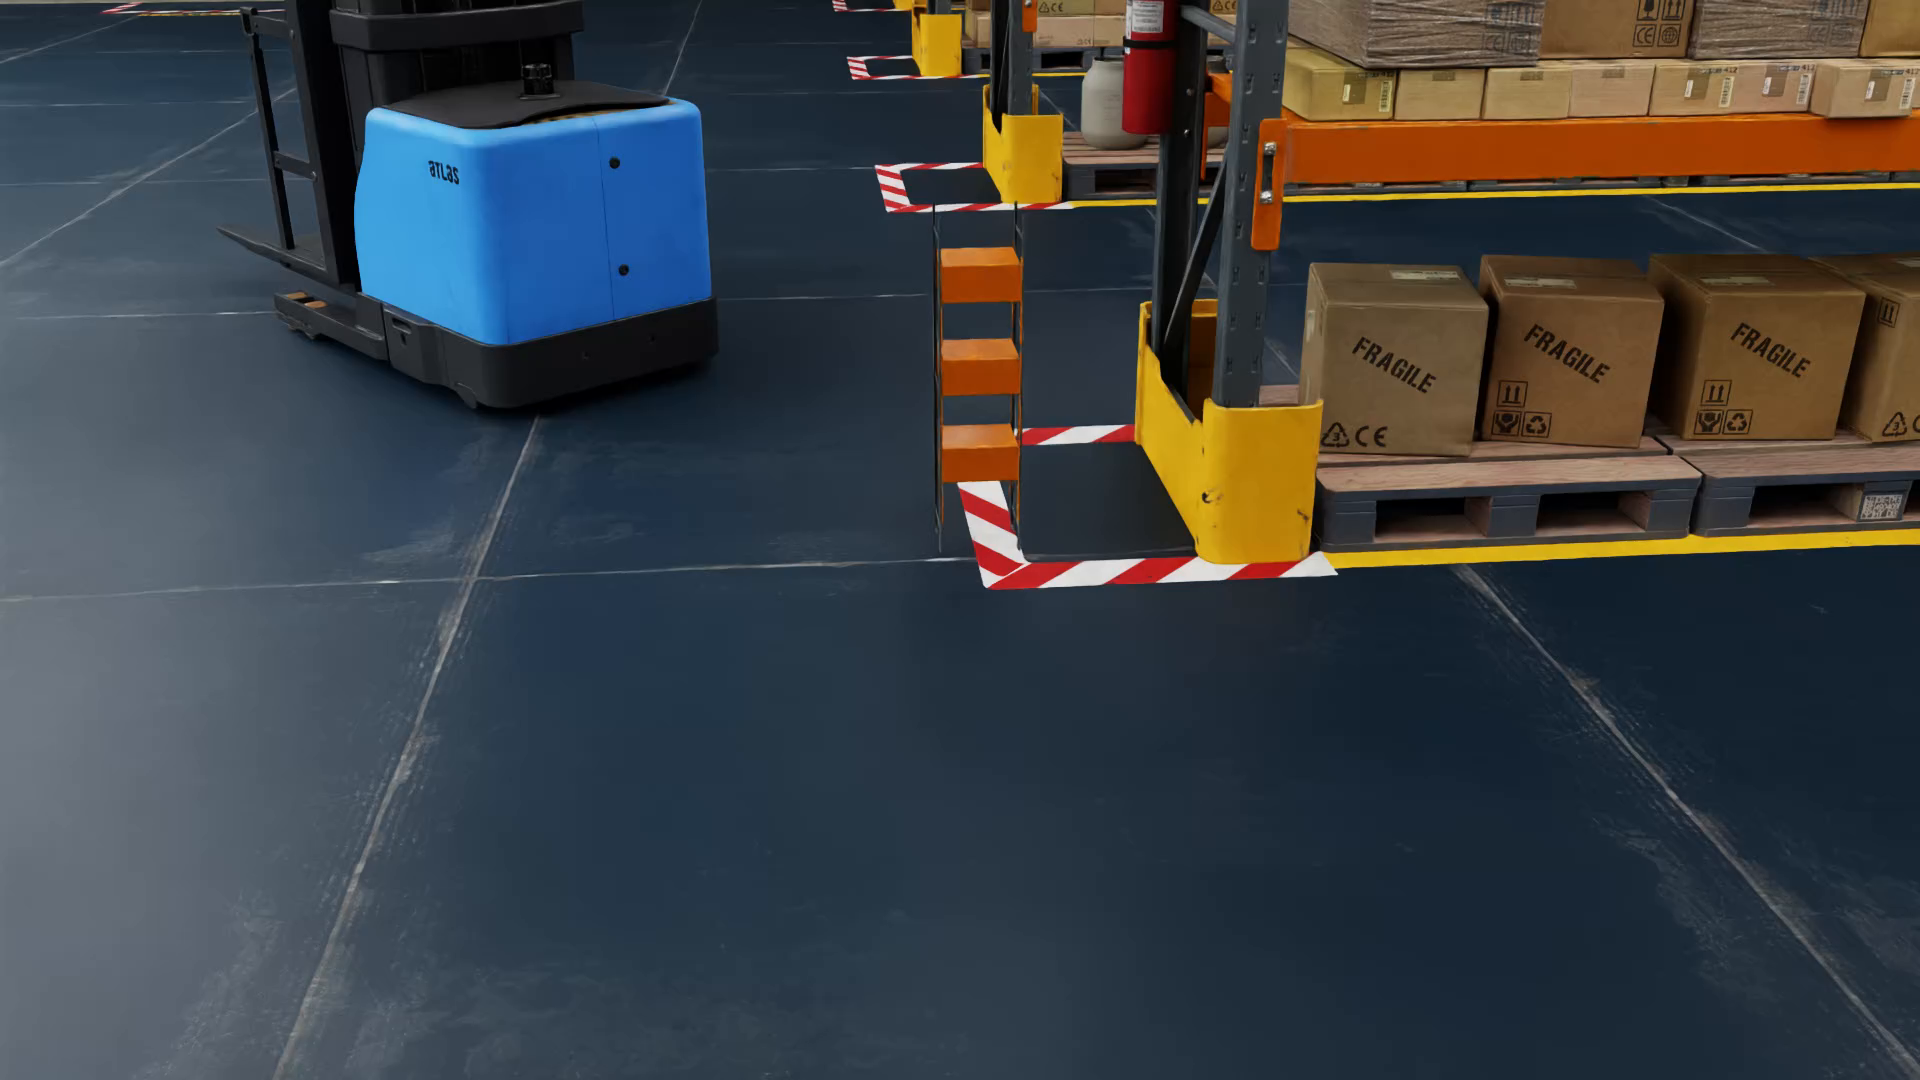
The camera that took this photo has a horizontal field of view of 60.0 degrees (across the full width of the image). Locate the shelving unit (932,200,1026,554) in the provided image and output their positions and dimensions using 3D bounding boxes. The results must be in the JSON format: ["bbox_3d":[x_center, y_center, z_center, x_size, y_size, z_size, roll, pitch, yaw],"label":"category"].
[{"bbox_3d":[0.053,-0.482,5.042,0.252,1.050,0.215,-2,24,-5],"label":"shelving unit"}]

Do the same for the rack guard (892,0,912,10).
[{"bbox_3d":[-0.600,-6.400,19.034,0.348,0.500,1.175,-2,24,-5],"label":"rack guard"}]

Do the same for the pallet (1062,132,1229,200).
[{"bbox_3d":[1.178,-2.313,10.194,1.213,0.211,1.003,-2,24,-5],"label":"pallet"}]

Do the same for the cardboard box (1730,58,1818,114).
[{"bbox_3d":[2.335,-1.386,4.984,0.250,0.149,0.380,-2,24,-5],"label":"cardboard box"}]

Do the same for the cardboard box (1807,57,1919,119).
[{"bbox_3d":[2.594,-1.354,4.913,0.250,0.149,0.380,-2,24,-5],"label":"cardboard box"}]

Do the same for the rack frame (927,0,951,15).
[{"bbox_3d":[-0.185,-5.537,14.015,0.127,3.000,1.000,-2,24,-5],"label":"rack frame"}]

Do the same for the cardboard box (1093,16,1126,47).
[{"bbox_3d":[1.365,-4.446,14.427,0.500,0.250,0.500,-2,24,-5],"label":"cardboard box"}]

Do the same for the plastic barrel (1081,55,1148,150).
[{"bbox_3d":[0.945,-2.647,10.059,0.421,0.512,0.421,0,24,0],"label":"plastic barrel"}]

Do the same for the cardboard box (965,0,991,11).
[{"bbox_3d":[0.319,-4.957,14.655,0.500,0.500,0.500,-2,24,-5],"label":"cardboard box"}]

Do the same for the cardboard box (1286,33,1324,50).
[{"bbox_3d":[1.048,-1.513,5.271,0.250,0.149,0.380,-2,24,-5],"label":"cardboard box"}]

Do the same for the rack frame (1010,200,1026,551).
[{"bbox_3d":[0.174,-0.487,5.052,0.008,1.050,0.200,-2,24,-5],"label":"rack frame"}]

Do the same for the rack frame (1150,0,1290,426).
[{"bbox_3d":[0.784,-1.533,5.006,0.127,3.000,1.000,-2,24,-5],"label":"rack frame"}]

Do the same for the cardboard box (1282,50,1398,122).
[{"bbox_3d":[1.092,-1.333,4.866,0.250,0.149,0.380,-2,24,-5],"label":"cardboard box"}]

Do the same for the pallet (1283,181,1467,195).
[{"bbox_3d":[2.389,-2.361,10.301,1.213,0.211,1.003,-2,24,-5],"label":"pallet"}]

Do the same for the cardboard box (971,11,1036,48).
[{"bbox_3d":[0.370,-4.404,14.334,0.500,0.250,0.500,-2,24,-5],"label":"cardboard box"}]

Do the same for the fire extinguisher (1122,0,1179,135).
[{"bbox_3d":[0.625,-1.679,5.431,0.183,0.674,0.296,-2,24,-5],"label":"fire extinguisher"}]

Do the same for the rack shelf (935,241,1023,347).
[{"bbox_3d":[0.053,-0.732,4.931,0.240,0.259,0.215,-2,24,-5],"label":"rack shelf"}]

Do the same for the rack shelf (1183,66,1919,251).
[{"bbox_3d":[2.775,-1.284,5.332,4.000,0.370,1.077,-2,24,-5],"label":"rack shelf"}]

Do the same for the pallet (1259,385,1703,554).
[{"bbox_3d":[1.672,-0.280,5.620,1.213,0.211,1.003,-2,24,-5],"label":"pallet"}]

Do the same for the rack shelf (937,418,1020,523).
[{"bbox_3d":[0.053,-0.218,5.159,0.240,0.259,0.215,-2,24,-5],"label":"rack shelf"}]

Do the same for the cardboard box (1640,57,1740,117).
[{"bbox_3d":[2.089,-1.365,4.937,0.250,0.149,0.380,-2,24,-5],"label":"cardboard box"}]

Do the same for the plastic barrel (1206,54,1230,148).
[{"bbox_3d":[1.444,-2.667,10.104,0.421,0.512,0.421,0,24,0],"label":"plastic barrel"}]

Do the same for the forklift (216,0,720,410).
[{"bbox_3d":[-2.369,-2.335,6.895,1.130,2.935,3.031,-21,32,-39],"label":"forklift"}]

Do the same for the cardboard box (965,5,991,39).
[{"bbox_3d":[0.319,-4.614,14.805,0.500,0.250,0.500,-2,24,-5],"label":"cardboard box"}]

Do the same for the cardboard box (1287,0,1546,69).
[{"bbox_3d":[1.335,-1.726,4.950,0.500,0.500,0.875,-2,24,-5],"label":"cardboard box"}]

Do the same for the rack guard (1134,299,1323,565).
[{"bbox_3d":[0.860,-0.394,5.521,0.348,0.500,1.175,-2,24,-5],"label":"rack guard"}]

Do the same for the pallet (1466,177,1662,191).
[{"bbox_3d":[3.606,-2.411,10.414,1.213,0.211,1.003,-2,24,-5],"label":"pallet"}]

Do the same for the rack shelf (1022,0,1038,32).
[{"bbox_3d":[2.288,-3.286,9.836,4.000,0.370,1.077,-2,24,-5],"label":"rack shelf"}]

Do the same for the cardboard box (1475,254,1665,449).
[{"bbox_3d":[1.999,-0.639,5.554,0.500,0.500,0.500,4,24,9],"label":"cardboard box"}]

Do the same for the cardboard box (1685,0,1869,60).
[{"bbox_3d":[2.322,-1.797,5.110,0.500,0.500,0.875,-2,24,-5],"label":"cardboard box"}]

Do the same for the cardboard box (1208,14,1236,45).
[{"bbox_3d":[2.360,-4.484,14.513,0.500,0.250,0.500,-2,24,-5],"label":"cardboard box"}]

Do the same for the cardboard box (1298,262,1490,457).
[{"bbox_3d":[1.408,-0.601,5.469,0.500,0.500,0.500,2,24,5],"label":"cardboard box"}]

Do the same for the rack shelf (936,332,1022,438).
[{"bbox_3d":[0.053,-0.472,5.046,0.240,0.259,0.215,-2,24,-5],"label":"rack shelf"}]

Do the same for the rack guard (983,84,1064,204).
[{"bbox_3d":[0.369,-2.415,10.068,0.348,0.500,1.175,-2,24,-5],"label":"rack guard"}]

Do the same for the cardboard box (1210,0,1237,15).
[{"bbox_3d":[2.359,-4.832,14.372,0.500,0.500,0.500,-2,24,-5],"label":"cardboard box"}]

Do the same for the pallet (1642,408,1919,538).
[{"bbox_3d":[2.883,-0.327,5.727,1.213,0.211,1.003,-2,24,-5],"label":"pallet"}]

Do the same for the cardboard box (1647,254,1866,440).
[{"bbox_3d":[2.624,-0.656,5.593,0.500,0.500,0.500,0,24,0],"label":"cardboard box"}]

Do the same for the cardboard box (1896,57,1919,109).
[{"bbox_3d":[2.830,-1.418,5.056,0.250,0.149,0.380,-2,24,-5],"label":"cardboard box"}]

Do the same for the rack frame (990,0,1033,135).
[{"bbox_3d":[0.298,-3.535,9.510,0.127,3.000,1.000,-2,24,-5],"label":"rack frame"}]

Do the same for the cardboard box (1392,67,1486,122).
[{"bbox_3d":[1.342,-1.336,4.871,0.250,0.149,0.380,-2,24,-5],"label":"cardboard box"}]

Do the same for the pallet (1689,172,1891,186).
[{"bbox_3d":[5.056,-2.468,10.542,1.213,0.211,1.003,-2,24,-5],"label":"pallet"}]

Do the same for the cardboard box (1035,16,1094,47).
[{"bbox_3d":[0.867,-4.426,14.382,0.500,0.250,0.500,-2,24,-5],"label":"cardboard box"}]

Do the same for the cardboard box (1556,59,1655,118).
[{"bbox_3d":[1.839,-1.358,4.921,0.250,0.149,0.380,-2,24,-5],"label":"cardboard box"}]

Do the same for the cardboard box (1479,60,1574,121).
[{"bbox_3d":[1.592,-1.340,4.880,0.250,0.149,0.380,-2,24,-5],"label":"cardboard box"}]

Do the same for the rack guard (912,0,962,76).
[{"bbox_3d":[-0.209,-4.394,14.521,0.348,0.500,1.175,-2,24,-5],"label":"rack guard"}]

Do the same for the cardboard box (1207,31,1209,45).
[{"bbox_3d":[1.863,-4.464,14.467,0.500,0.250,0.500,-2,24,-5],"label":"cardboard box"}]

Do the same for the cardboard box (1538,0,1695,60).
[{"bbox_3d":[1.820,-1.794,5.104,0.500,0.500,0.875,-2,24,-5],"label":"cardboard box"}]

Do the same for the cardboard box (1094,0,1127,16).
[{"bbox_3d":[1.364,-4.793,14.285,0.500,0.500,0.500,-2,24,-5],"label":"cardboard box"}]

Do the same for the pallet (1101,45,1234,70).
[{"bbox_3d":[1.783,-4.358,14.795,1.213,0.211,1.003,-2,24,-5],"label":"pallet"}]

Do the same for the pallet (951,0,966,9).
[{"bbox_3d":[0.212,-6.286,19.134,1.213,0.211,1.003,-2,24,-5],"label":"pallet"}]

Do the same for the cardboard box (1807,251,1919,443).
[{"bbox_3d":[3.184,-0.660,5.603,0.500,0.500,0.500,-4,24,-10],"label":"cardboard box"}]

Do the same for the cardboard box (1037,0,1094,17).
[{"bbox_3d":[0.867,-4.768,14.228,0.500,0.500,0.500,-2,24,-5],"label":"cardboard box"}]

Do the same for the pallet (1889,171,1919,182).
[{"bbox_3d":[6.273,-2.518,10.654,1.213,0.211,1.003,-2,24,-5],"label":"pallet"}]

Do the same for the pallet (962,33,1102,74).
[{"bbox_3d":[0.571,-4.311,14.688,1.213,0.211,1.003,-2,24,-5],"label":"pallet"}]

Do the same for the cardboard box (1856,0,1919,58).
[{"bbox_3d":[2.821,-1.812,5.144,0.500,0.500,0.875,-2,24,-5],"label":"cardboard box"}]

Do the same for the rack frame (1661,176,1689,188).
[{"bbox_3d":[4.278,-3.695,9.870,0.127,3.000,1.000,-2,24,-5],"label":"rack frame"}]

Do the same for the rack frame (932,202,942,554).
[{"bbox_3d":[-0.068,-0.477,5.031,0.008,1.050,0.200,-2,24,-5],"label":"rack frame"}]
